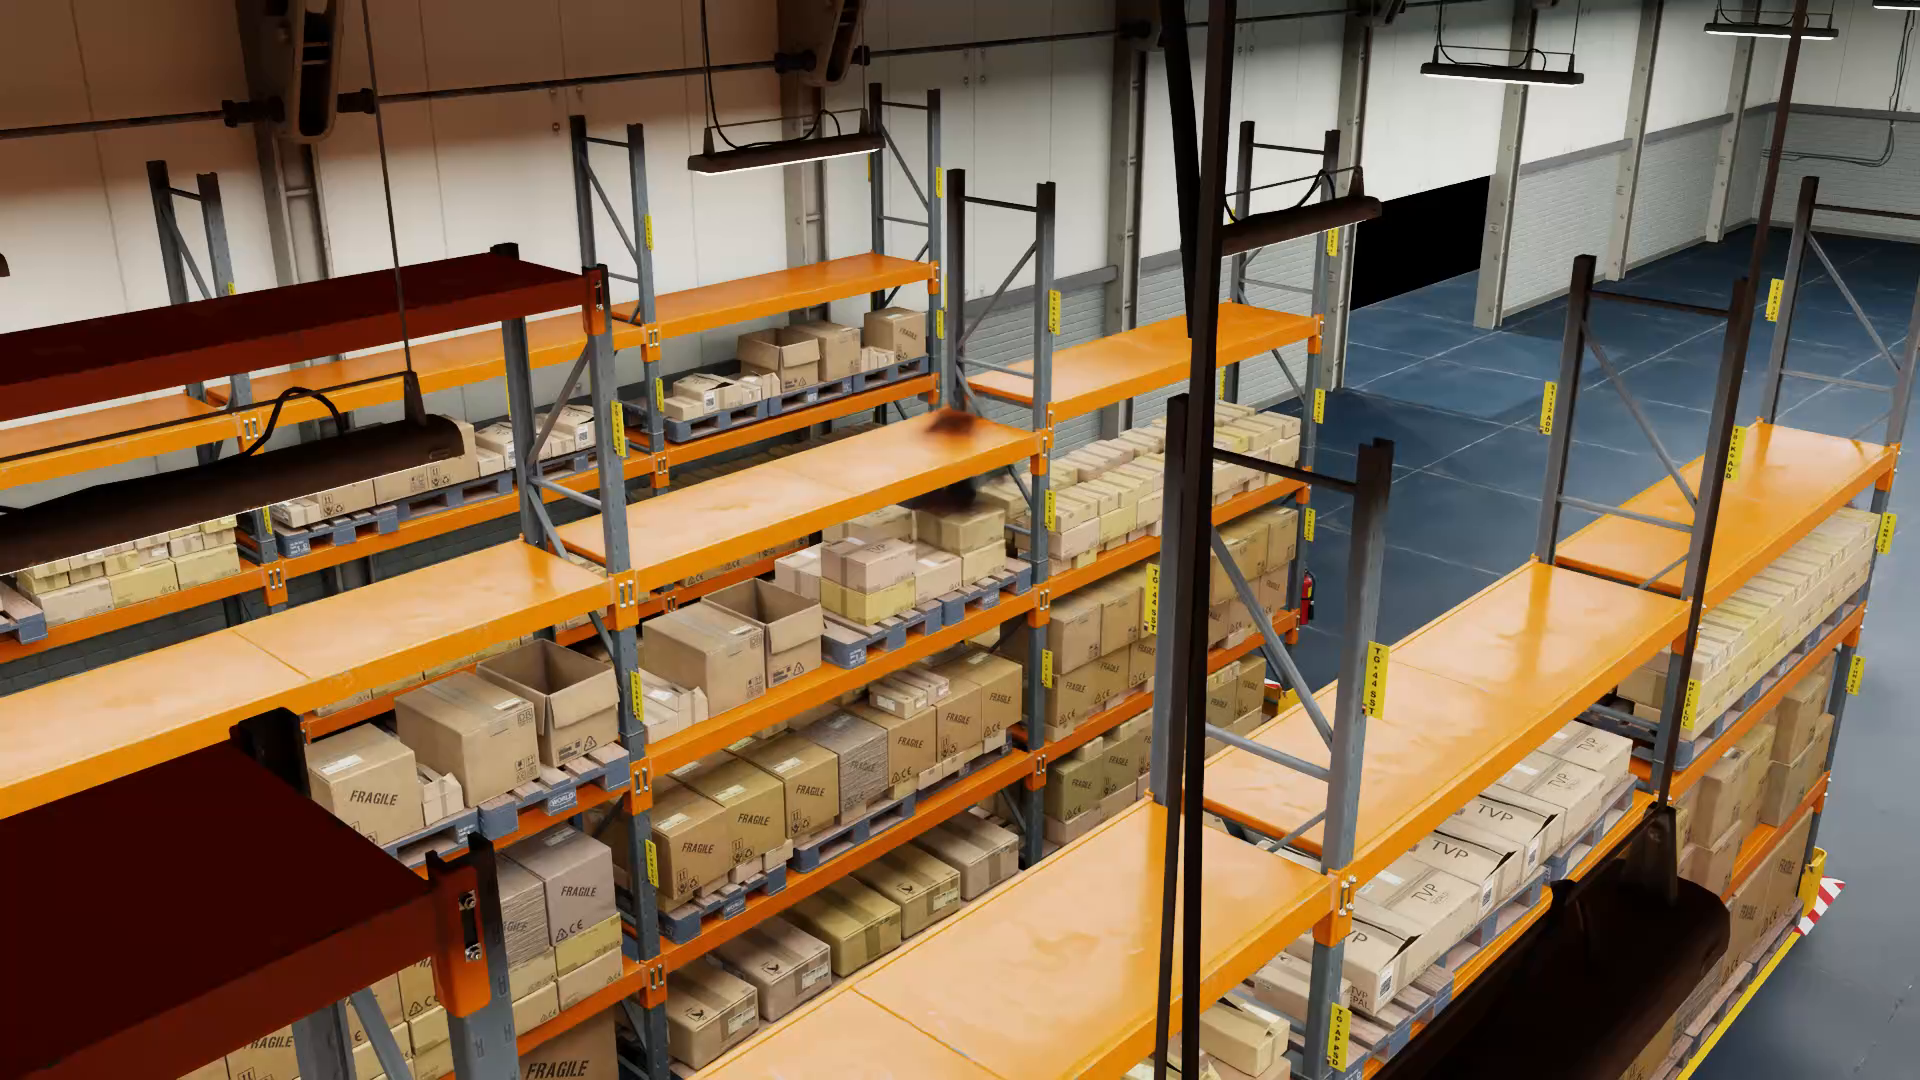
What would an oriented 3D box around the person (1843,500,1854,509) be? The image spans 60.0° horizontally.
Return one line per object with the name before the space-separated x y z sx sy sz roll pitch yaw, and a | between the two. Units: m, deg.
person | 9.882 0.355 18.811 0.588 1.730 0.774 -3 21 -9
